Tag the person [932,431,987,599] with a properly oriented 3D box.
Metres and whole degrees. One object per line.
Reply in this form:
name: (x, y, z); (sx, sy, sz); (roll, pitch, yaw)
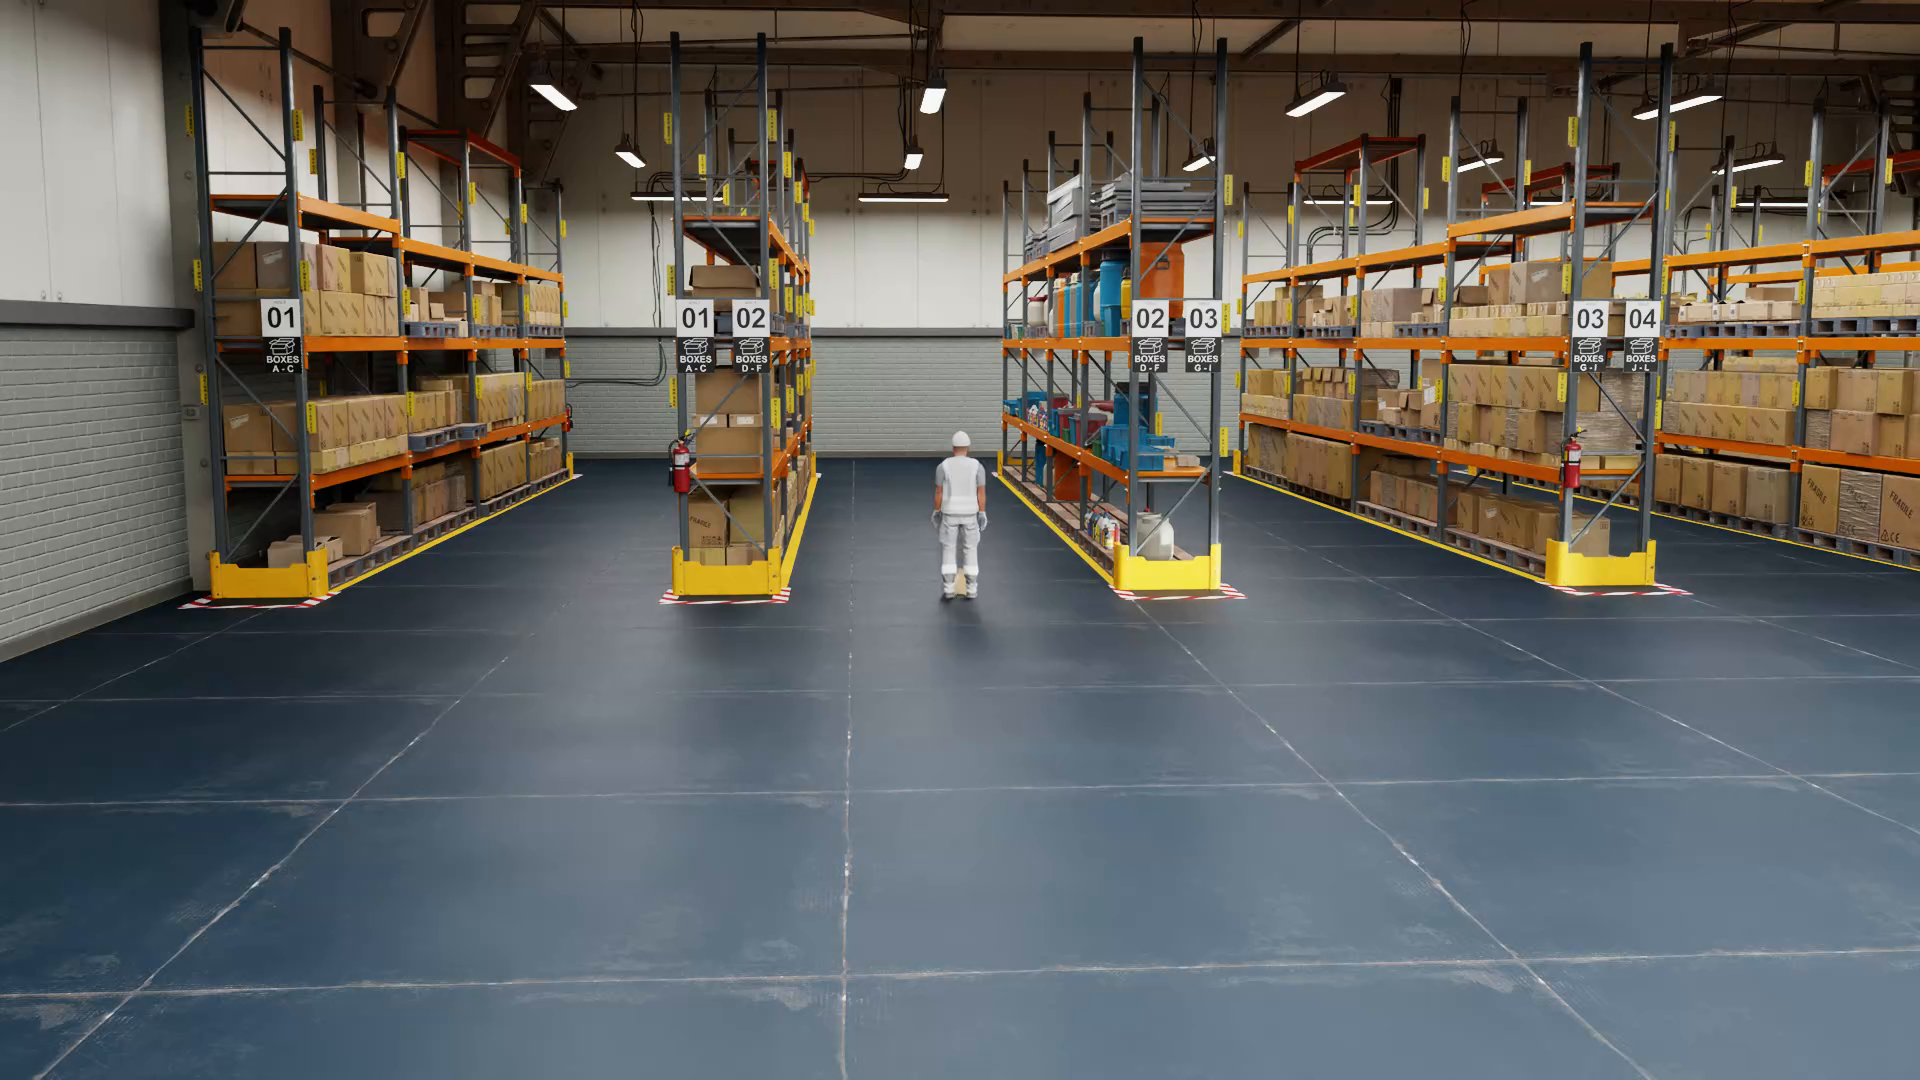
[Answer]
person: (-0.007, -0.262, 17.802); (0.587, 1.809, 0.429); (0, 7, -3)
